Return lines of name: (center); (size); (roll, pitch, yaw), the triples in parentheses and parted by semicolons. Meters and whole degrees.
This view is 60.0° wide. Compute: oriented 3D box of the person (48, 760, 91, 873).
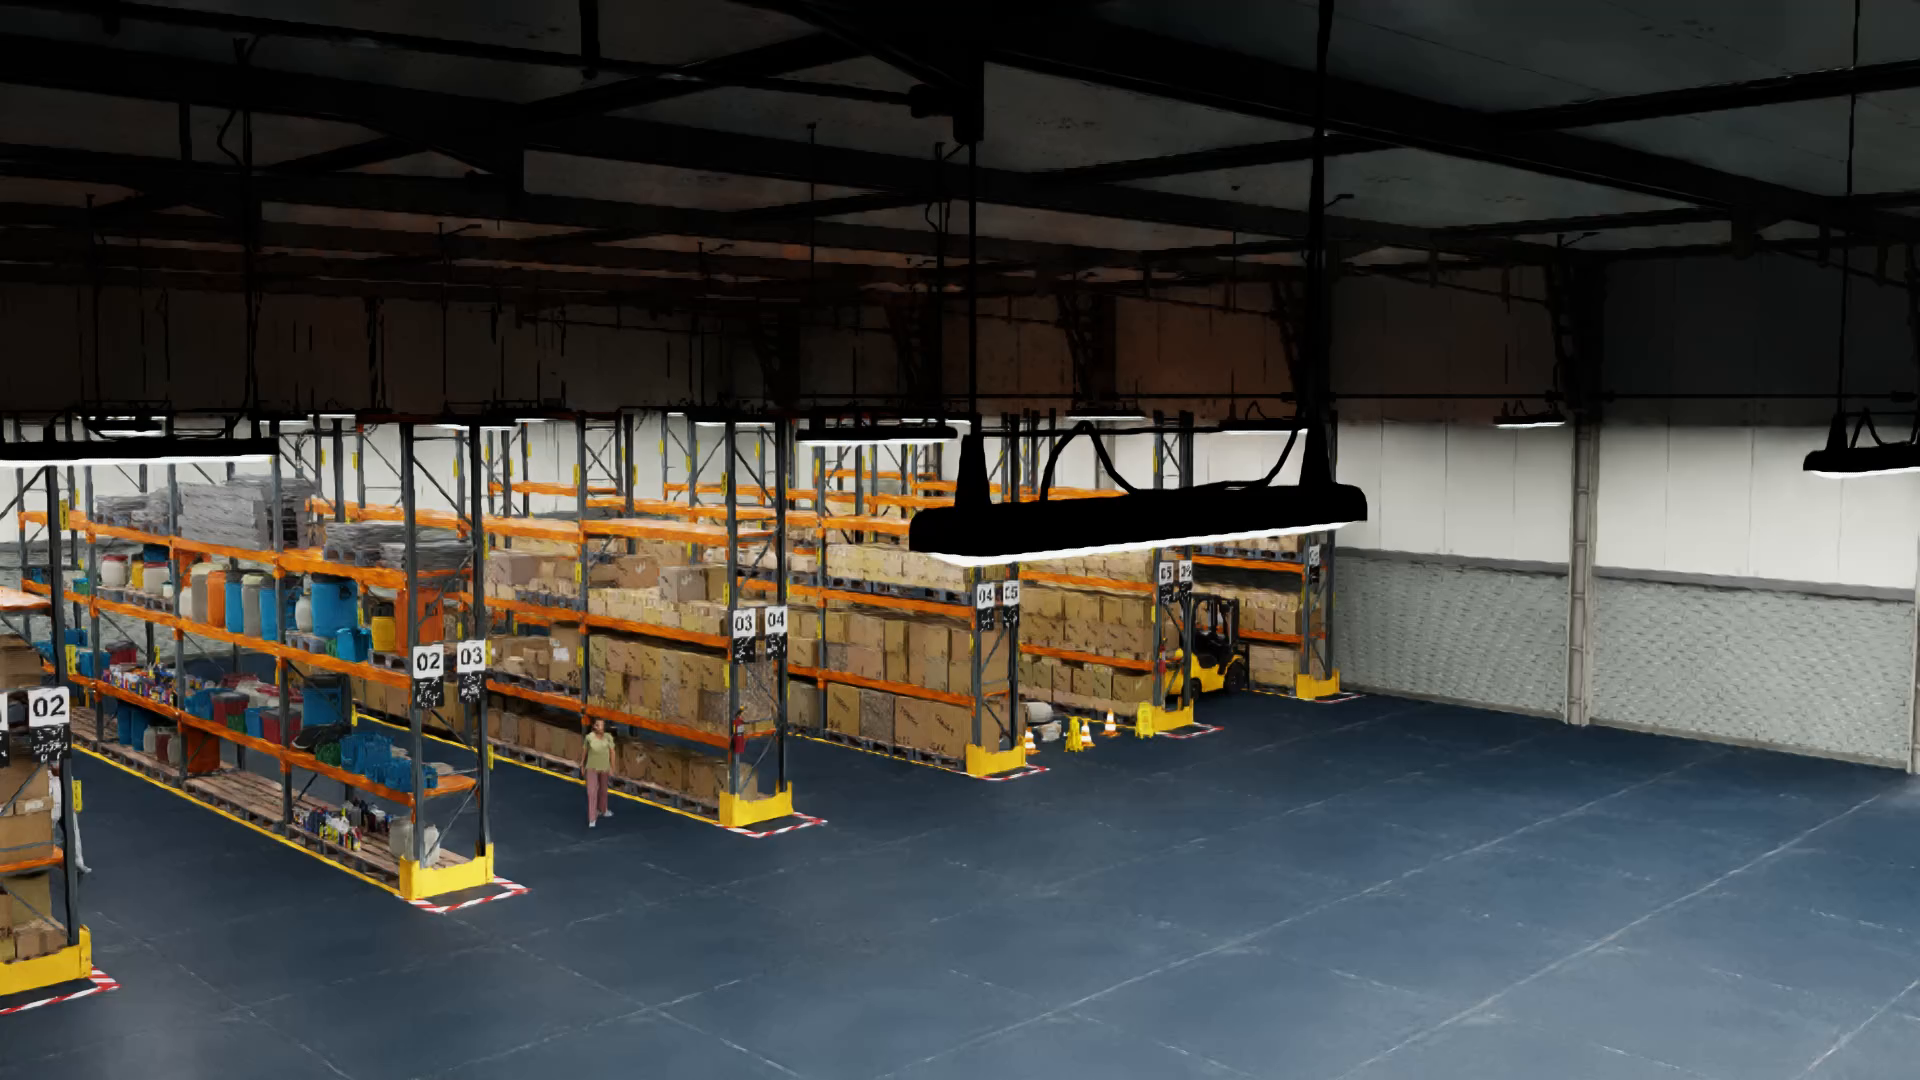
person: (-11.958, 3.612, 22.034); (1.090, 1.580, 0.496); (5, 7, 43)

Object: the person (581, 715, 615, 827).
person: (-5.342, 3.385, 24.609); (0.484, 1.621, 0.948); (-2, 5, -21)
